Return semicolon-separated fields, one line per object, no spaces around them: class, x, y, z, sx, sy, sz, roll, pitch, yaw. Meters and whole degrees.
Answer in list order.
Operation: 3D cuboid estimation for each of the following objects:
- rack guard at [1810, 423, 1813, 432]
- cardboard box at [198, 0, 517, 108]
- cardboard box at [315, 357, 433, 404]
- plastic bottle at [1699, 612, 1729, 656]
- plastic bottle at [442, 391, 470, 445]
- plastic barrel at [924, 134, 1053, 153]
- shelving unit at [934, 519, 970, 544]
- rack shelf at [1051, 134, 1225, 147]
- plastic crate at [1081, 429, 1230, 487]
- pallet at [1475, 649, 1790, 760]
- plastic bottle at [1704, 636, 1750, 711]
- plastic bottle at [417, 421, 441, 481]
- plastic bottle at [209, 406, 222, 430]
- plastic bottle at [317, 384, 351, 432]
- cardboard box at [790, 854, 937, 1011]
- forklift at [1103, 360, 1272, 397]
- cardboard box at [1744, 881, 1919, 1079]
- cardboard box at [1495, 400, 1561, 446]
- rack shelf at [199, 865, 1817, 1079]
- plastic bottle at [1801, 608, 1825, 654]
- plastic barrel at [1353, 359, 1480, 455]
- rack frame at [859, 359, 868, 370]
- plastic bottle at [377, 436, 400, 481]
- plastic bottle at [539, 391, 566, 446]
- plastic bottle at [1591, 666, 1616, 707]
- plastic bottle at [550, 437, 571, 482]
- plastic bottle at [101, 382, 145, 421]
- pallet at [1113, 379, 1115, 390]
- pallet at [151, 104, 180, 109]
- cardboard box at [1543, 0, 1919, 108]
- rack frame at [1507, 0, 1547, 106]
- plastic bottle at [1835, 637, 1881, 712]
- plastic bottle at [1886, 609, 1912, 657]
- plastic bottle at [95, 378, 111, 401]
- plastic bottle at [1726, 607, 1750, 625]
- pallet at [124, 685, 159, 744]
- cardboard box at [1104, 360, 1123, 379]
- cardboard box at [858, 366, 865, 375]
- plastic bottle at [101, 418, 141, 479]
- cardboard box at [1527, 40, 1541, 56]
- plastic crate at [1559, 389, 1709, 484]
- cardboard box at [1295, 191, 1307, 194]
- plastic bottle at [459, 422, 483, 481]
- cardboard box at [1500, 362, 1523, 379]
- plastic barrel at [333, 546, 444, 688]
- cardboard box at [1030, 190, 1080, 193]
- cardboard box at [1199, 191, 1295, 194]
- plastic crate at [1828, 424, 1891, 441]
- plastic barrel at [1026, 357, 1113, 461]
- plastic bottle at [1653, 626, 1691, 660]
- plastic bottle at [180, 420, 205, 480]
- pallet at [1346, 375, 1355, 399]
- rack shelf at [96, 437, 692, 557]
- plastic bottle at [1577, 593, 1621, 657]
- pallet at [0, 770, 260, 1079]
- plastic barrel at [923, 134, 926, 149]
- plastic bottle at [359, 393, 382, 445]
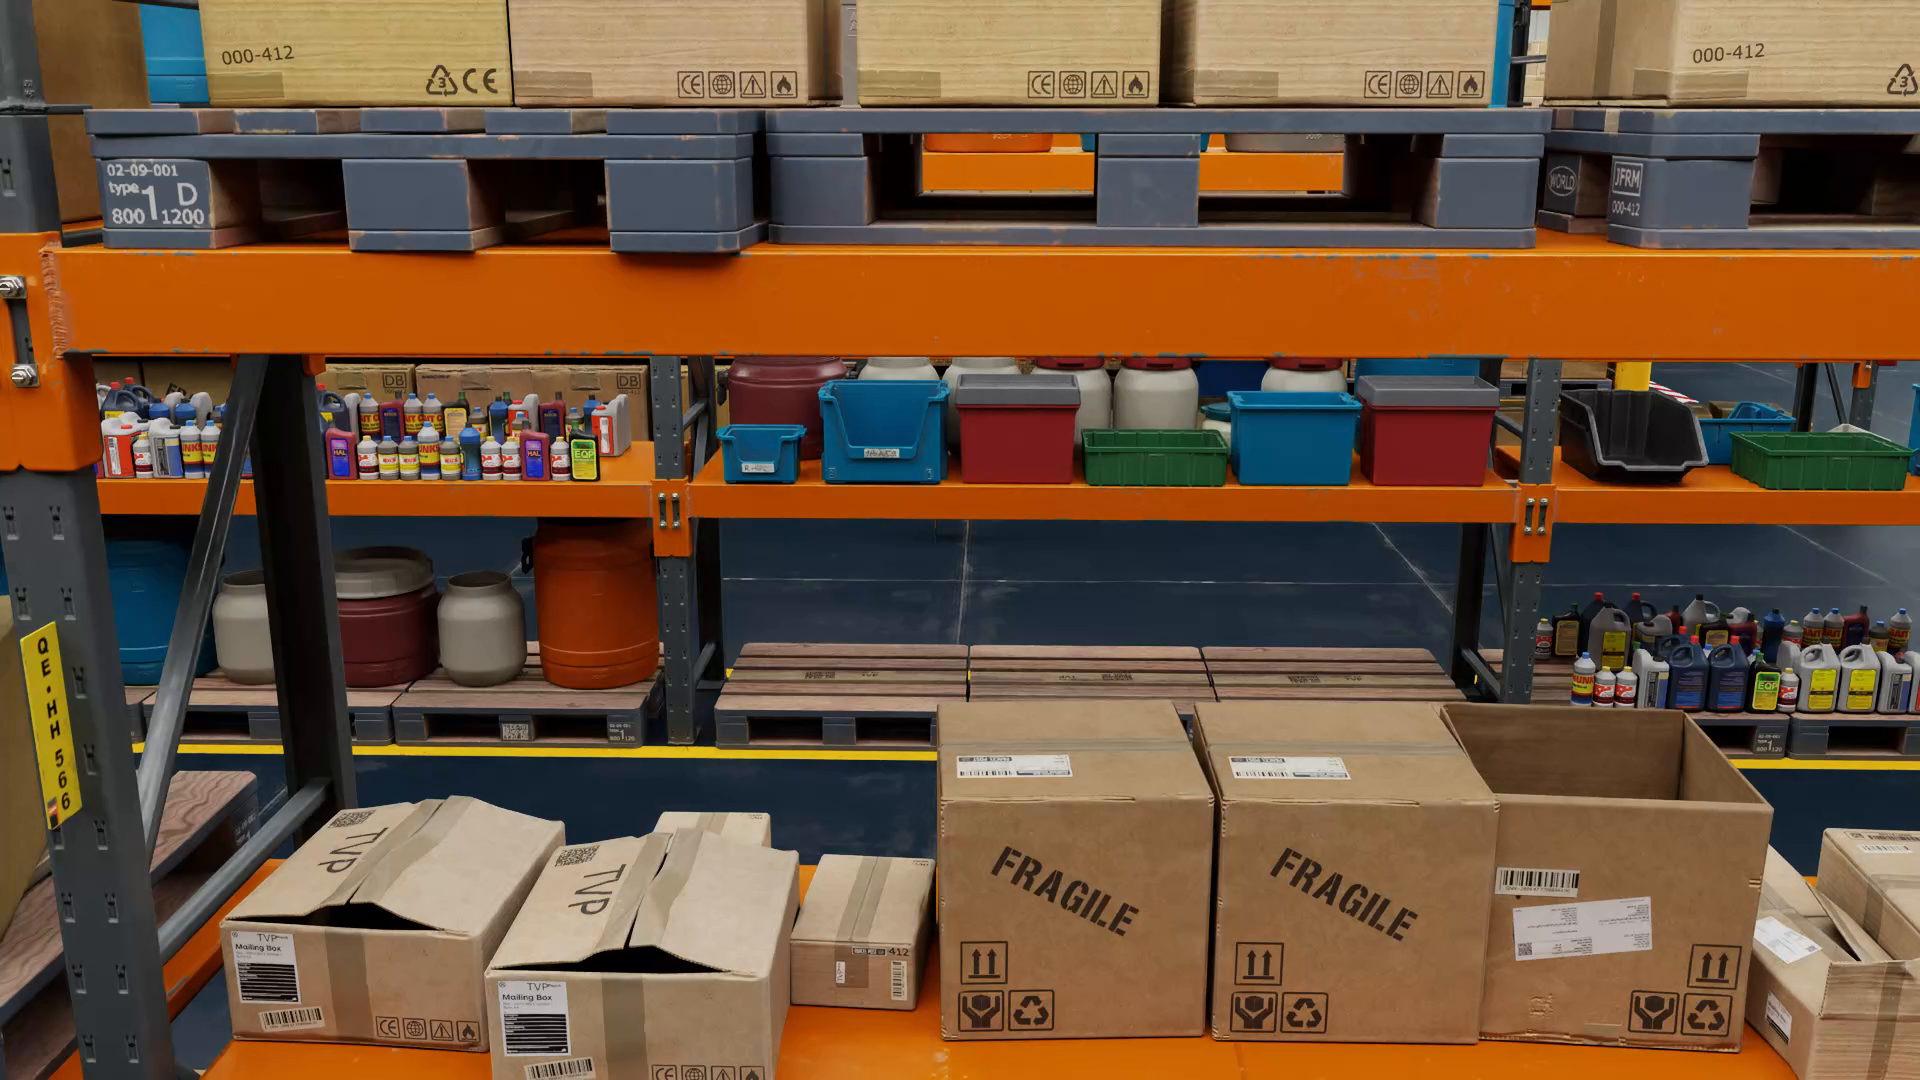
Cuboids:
rack guard;6.708;-0.582;13.064;0.348;0.500;1.175;0;15;1
cardboard box;-1.015;-0.908;2.992;0.500;0.250;0.500;-1;15;-3
cardboard box;-4.571;-1.044;13.261;0.875;0.875;1.225;0;15;2
plastic bottle;3.848;0.508;8.495;0.133;0.283;0.061;0;15;1
plastic bottle;-2.590;-0.625;8.556;0.133;0.283;0.061;0;15;1
plastic barrel;0.130;-2.172;7.470;0.708;0.830;0.600;0;15;1
shelving unit;-0.053;-0.508;11.707;0.252;1.050;0.215;0;15;1
rack shelf;0.786;-2.931;12.601;4.000;0.370;1.077;0;15;1
plastic crate;0.911;-0.390;7.852;0.662;0.188;0.450;0;15;1
pallet;3.329;0.811;8.353;1.213;0.211;1.003;0;15;1
plastic bottle;3.644;0.628;7.911;0.185;0.351;0.144;0;15;-1
plastic bottle;-2.490;-0.420;7.803;0.097;0.271;0.097;0;15;0
plastic bottle;-3.815;-0.588;8.579;0.097;0.201;0.097;0;15;0
plastic bottle;-3.179;-0.612;8.375;0.185;0.351;0.144;0;15;1
cardboard box;-0.193;0.800;3.421;0.250;0.149;0.380;1;15;6
forklift;1.645;-2.230;14.547;3.031;2.935;1.130;6;16;22
cardboard box;1.645;0.817;3.128;0.258;0.266;0.396;0;15;0
cardboard box;4.380;-0.812;13.113;0.500;0.500;0.500;-1;15;-4
rack shelf;0.530;1.045;3.408;4.000;0.370;1.077;0;15;1
plastic bottle;4.411;0.486;8.605;0.097;0.271;0.097;0;15;0
plastic barrel;2.281;-0.875;8.293;0.708;0.901;0.600;0;15;1
rack frame;-0.985;-3.106;17.733;0.127;3.000;1.000;0;15;1
plastic bottle;-2.684;-0.387;7.817;0.097;0.201;0.097;0;15;0
plastic bottle;-2.091;-0.621;8.544;0.133;0.283;0.061;0;15;1
plastic bottle;3.068;0.702;7.921;0.097;0.201;0.097;0;15;0
plastic bottle;-1.870;-0.382;7.797;0.097;0.201;0.097;0;15;0
plastic bottle;-4.230;-0.620;8.408;0.185;0.351;0.144;0;15;1
pallet;2.240;-1.717;17.936;1.213;0.211;1.003;0;15;1
pallet;-3.418;-1.977;7.944;1.213;0.211;1.003;0;15;1
cardboard box;1.364;-0.880;2.885;0.500;0.250;0.500;-1;15;-4
rack frame;2.659;-3.453;7.289;0.127;3.000;1.000;0;15;1
plastic bottle;4.255;0.632;7.896;0.185;0.351;0.144;1;15;4
plastic bottle;4.853;0.489;8.594;0.097;0.271;0.097;0;15;0
plastic bottle;-4.411;-0.658;8.552;0.185;0.351;0.144;0;15;1
plastic bottle;3.987;0.488;8.588;0.135;0.276;0.152;1;15;2
pallet;-4.568;0.759;8.549;1.213;0.211;1.003;0;15;1
cardboard box;1.426;-2.184;17.823;0.750;0.750;1.050;0;15;1
cardboard box;-0.542;-1.212;13.120;0.500;0.250;0.500;1;15;4
plastic bottle;-3.960;-0.439;7.865;0.135;0.276;0.152;0;15;1
cardboard box;5.652;-4.942;16.723;0.250;0.149;0.380;0;15;2
plastic crate;3.179;-0.487;7.927;0.504;0.338;0.767;0;15;1
cardboard box;3.381;-3.663;17.435;0.550;0.550;0.875;0;15;1
plastic bottle;-2.295;-0.418;7.798;0.097;0.271;0.097;0;15;0
cardboard box;5.453;-2.222;17.725;0.875;0.875;0.875;0;15;1
plastic barrel;-2.958;0.378;8.431;0.708;0.588;0.600;0;15;1
cardboard box;0.993;-3.623;17.538;0.500;0.500;0.700;0;15;1
cardboard box;1.995;-2.350;12.867;1.000;1.000;1.000;0;15;2
plastic crate;4.289;-0.479;8.293;0.437;0.136;0.530;0;15;1
plastic barrel;0.542;-0.688;8.302;0.433;0.535;0.433;0;15;0
plastic bottle;3.459;0.590;8.055;0.185;0.351;0.144;0;15;1
plastic bottle;-3.613;-0.427;7.831;0.097;0.271;0.097;0;15;0
pallet;3.772;-1.707;17.895;1.213;0.211;1.003;0;15;1
rack shelf;-3.339;-0.244;8.295;4.000;0.370;1.077;0;15;1
plastic bottle;3.310;0.446;8.599;0.185;0.351;0.144;0;15;0
pallet;-2.149;0.791;3.339;1.003;0.211;1.213;0;15;1
plastic barrel;-0.062;-2.013;7.983;0.301;0.262;0.301;0;15;0
plastic bottle;-3.034;-0.617;8.551;0.097;0.271;0.097;0;15;0
